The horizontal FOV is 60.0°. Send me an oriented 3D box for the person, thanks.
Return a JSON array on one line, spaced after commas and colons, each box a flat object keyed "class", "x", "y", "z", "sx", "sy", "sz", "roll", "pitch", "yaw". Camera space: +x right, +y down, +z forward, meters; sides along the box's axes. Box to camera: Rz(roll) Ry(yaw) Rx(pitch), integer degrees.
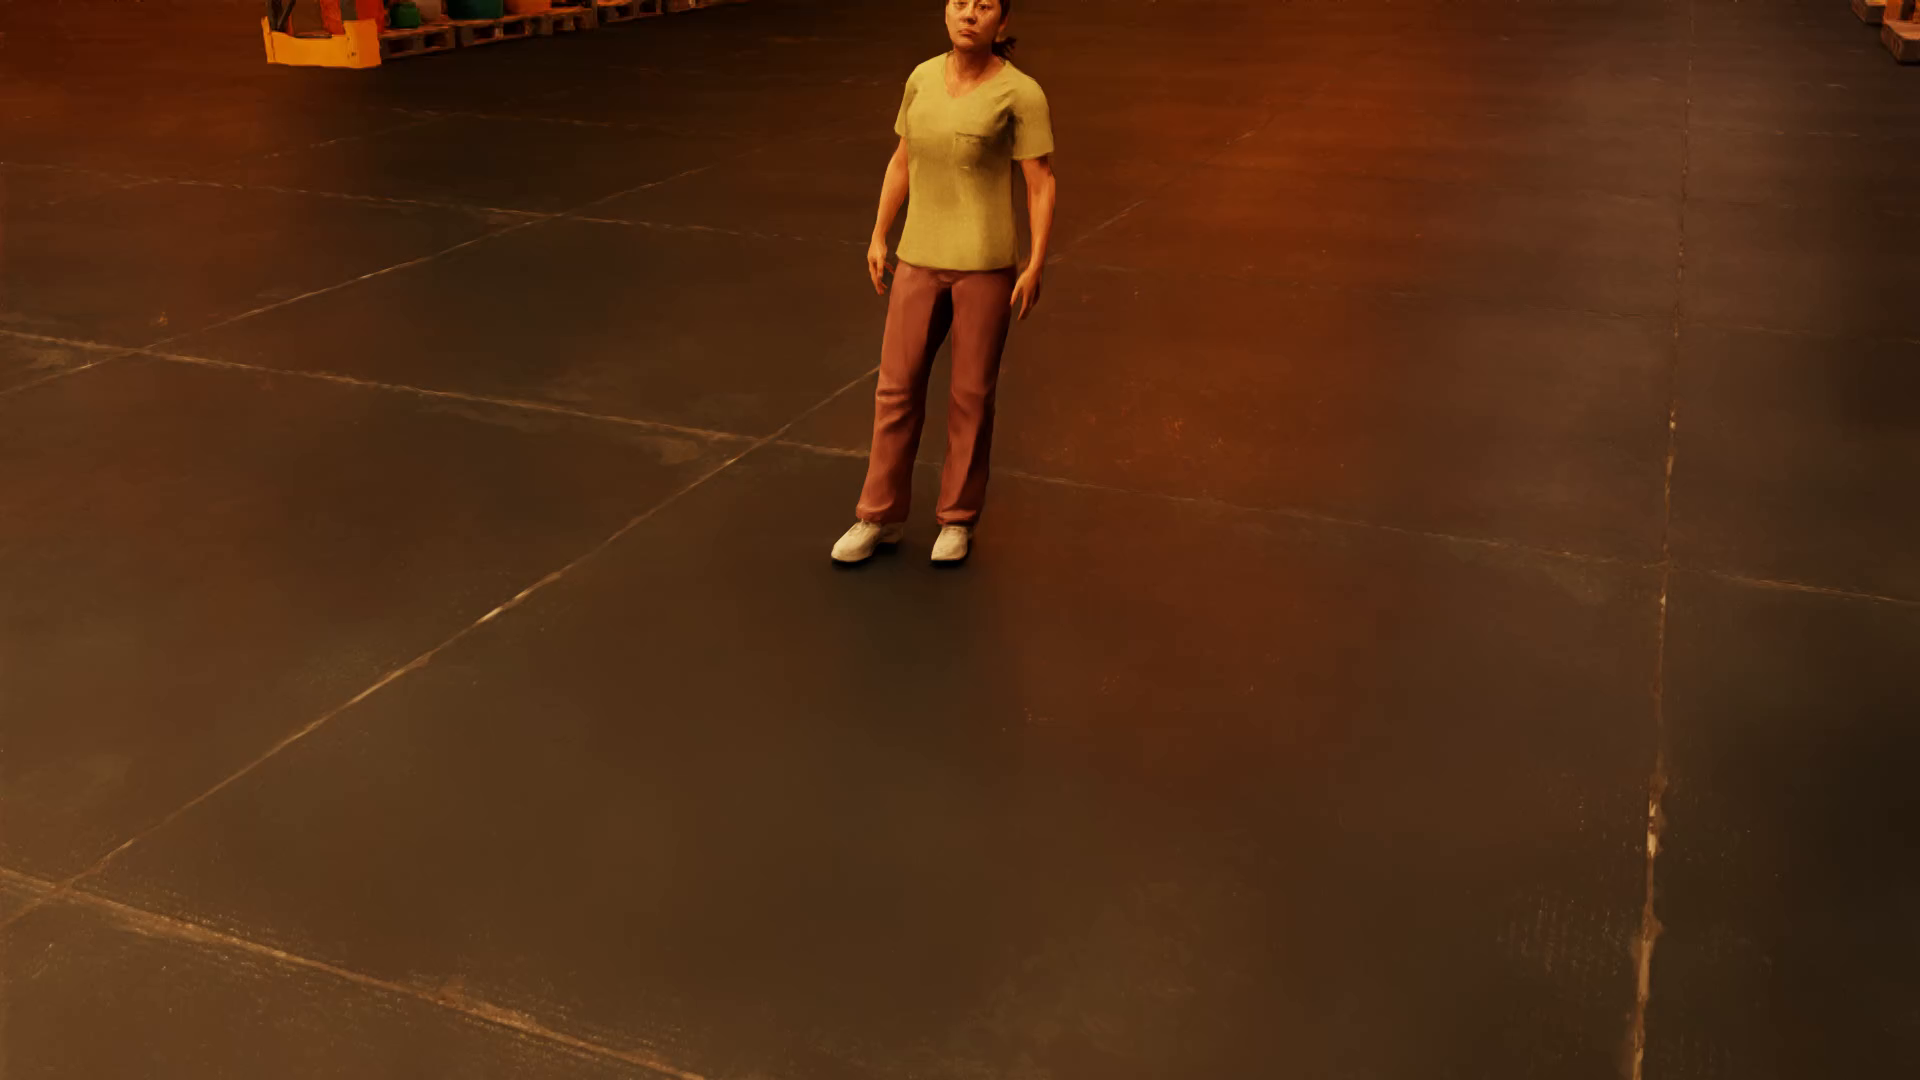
[{"class": "person", "x": -0.038, "y": -0.755, "z": 4.708, "sx": 0.554, "sy": 1.674, "sz": 0.548, "roll": 9, "pitch": 24, "yaw": 21}]
